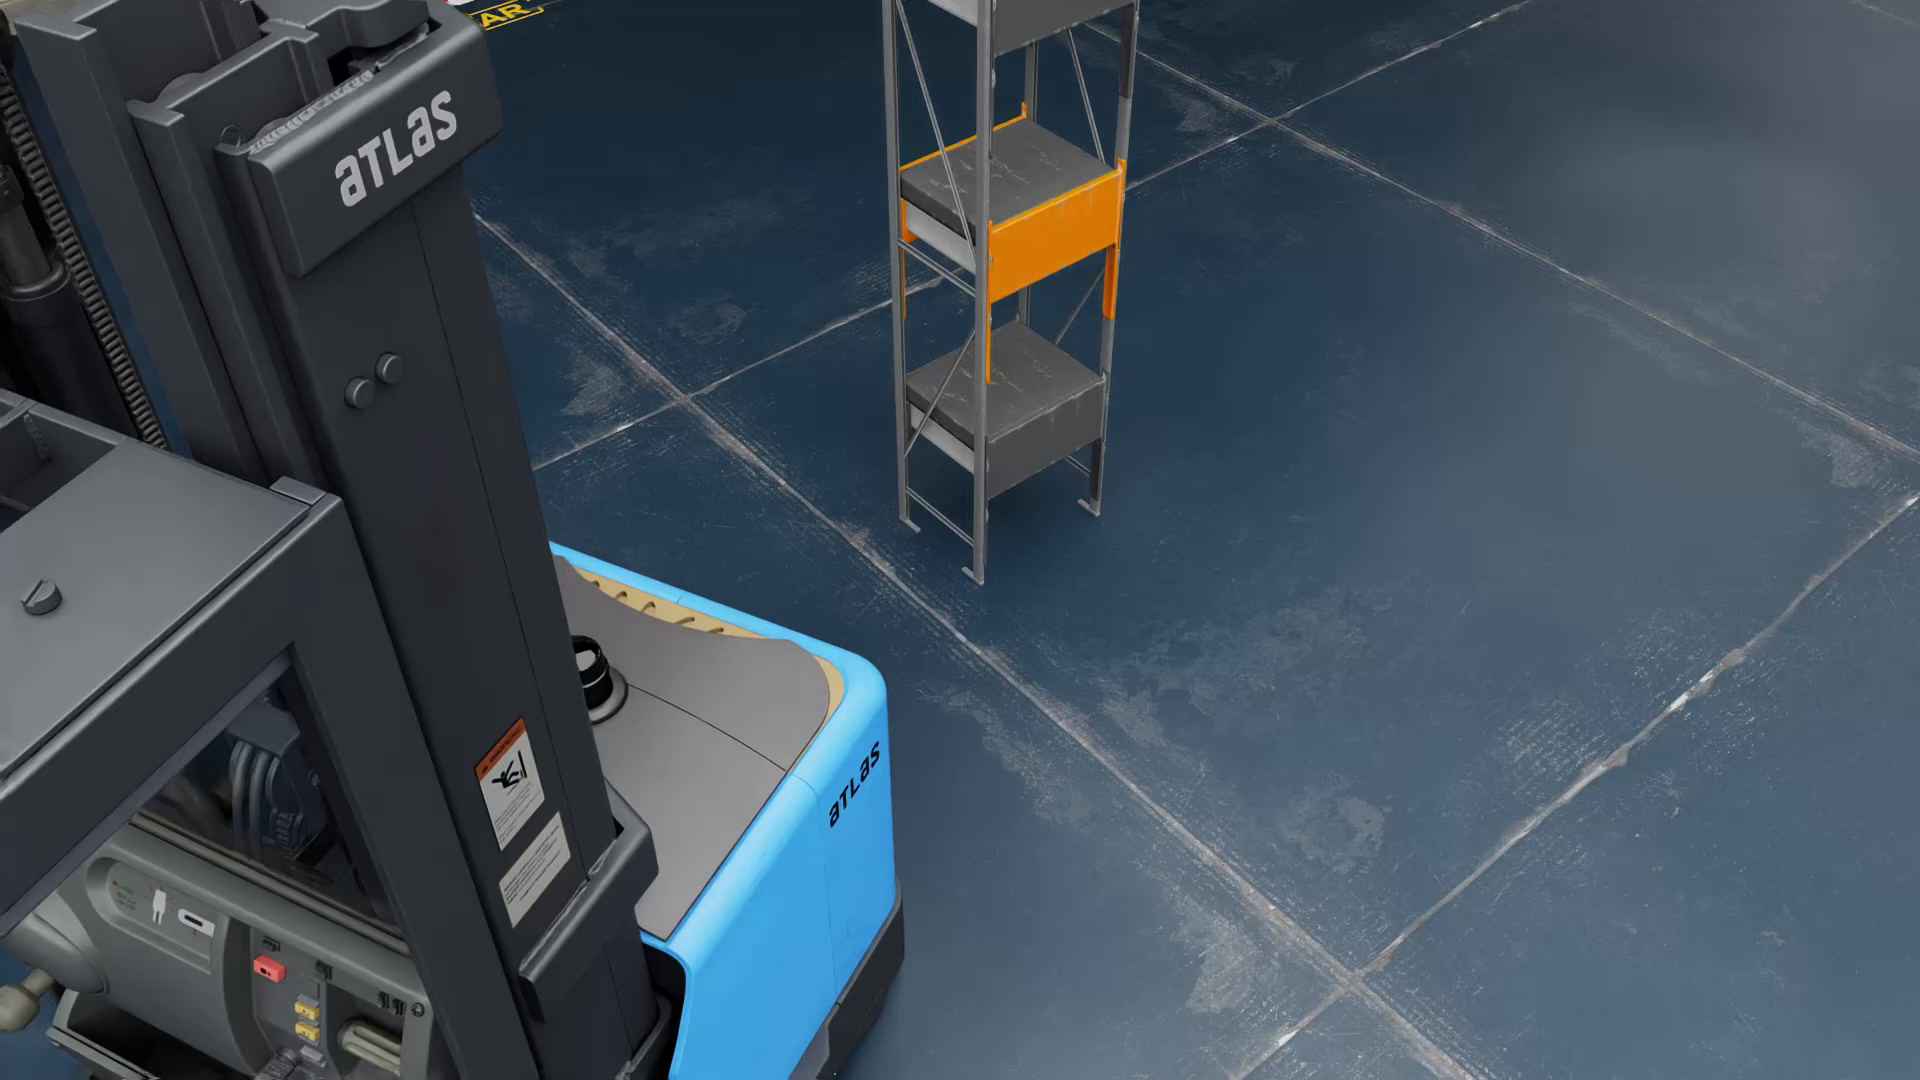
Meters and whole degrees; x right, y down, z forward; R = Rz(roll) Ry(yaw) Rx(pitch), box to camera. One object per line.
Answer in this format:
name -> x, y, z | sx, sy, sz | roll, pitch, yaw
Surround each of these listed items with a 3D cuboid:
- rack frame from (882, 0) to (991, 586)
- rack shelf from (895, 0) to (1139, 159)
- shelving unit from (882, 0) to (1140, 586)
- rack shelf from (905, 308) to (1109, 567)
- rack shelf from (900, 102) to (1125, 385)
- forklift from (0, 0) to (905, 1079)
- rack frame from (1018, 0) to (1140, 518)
rack frame -> -0.060, -0.731, 4.494 | 0.015, 2.100, 0.400 | -30, 51, -28
rack shelf -> 0.127, -1.338, 4.139 | 0.480, 0.518, 0.431 | -30, 51, -28
shelving unit -> 0.127, -0.838, 4.609 | 0.503, 2.100, 0.431 | -30, 51, -28
rack shelf -> 0.127, -0.318, 5.097 | 0.480, 0.518, 0.431 | -30, 51, -28
rack shelf -> 0.127, -0.828, 4.618 | 0.480, 0.518, 0.431 | -30, 51, -28
forklift -> -1.237, 0.731, 2.330 | 1.130, 2.935, 3.031 | 19, 46, 19
rack frame -> 0.314, -0.945, 4.723 | 0.015, 2.100, 0.400 | -30, 51, -28
